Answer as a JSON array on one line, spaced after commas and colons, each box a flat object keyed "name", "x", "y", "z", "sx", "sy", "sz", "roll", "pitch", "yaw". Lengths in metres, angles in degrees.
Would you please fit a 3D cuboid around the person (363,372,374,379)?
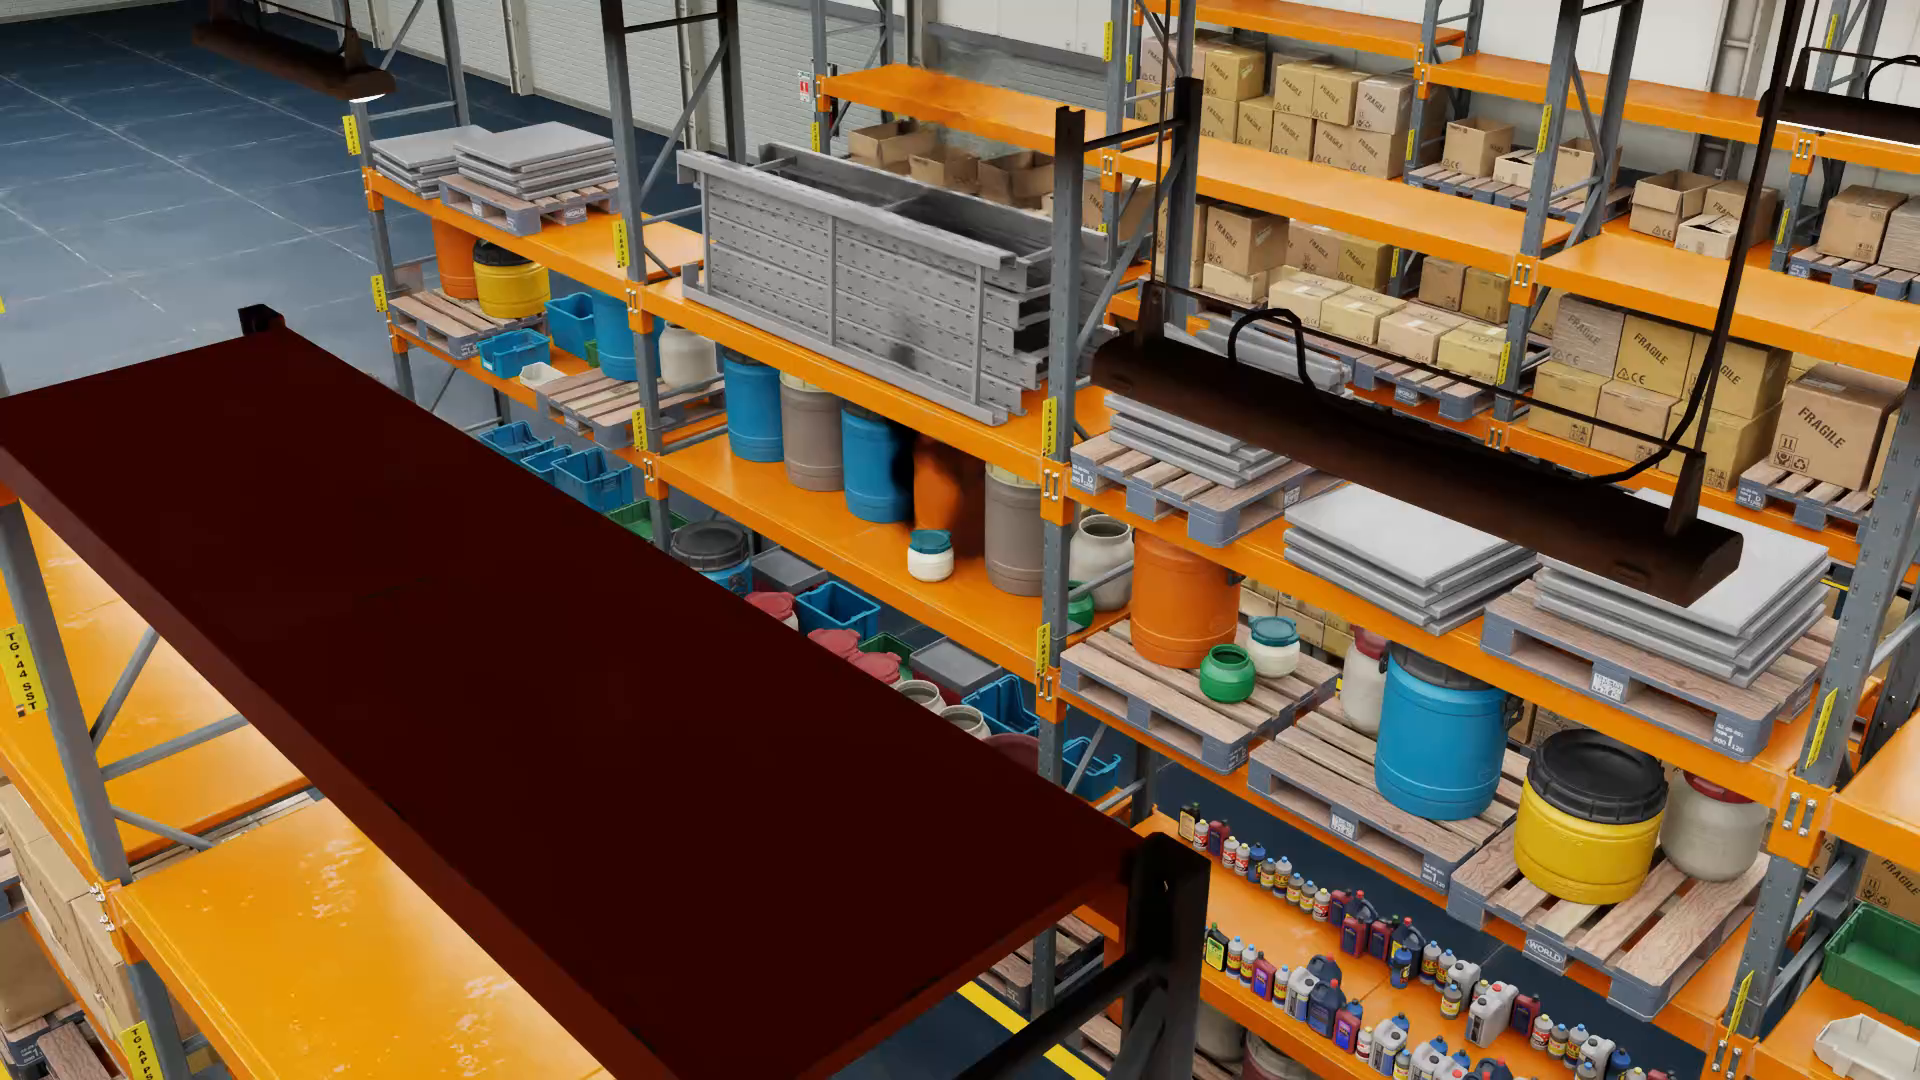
[{"name": "person", "x": -5.940, "y": -0.953, "z": 16.941, "sx": 0.574, "sy": 1.627, "sz": 0.576, "roll": -3, "pitch": 28, "yaw": -6}]
